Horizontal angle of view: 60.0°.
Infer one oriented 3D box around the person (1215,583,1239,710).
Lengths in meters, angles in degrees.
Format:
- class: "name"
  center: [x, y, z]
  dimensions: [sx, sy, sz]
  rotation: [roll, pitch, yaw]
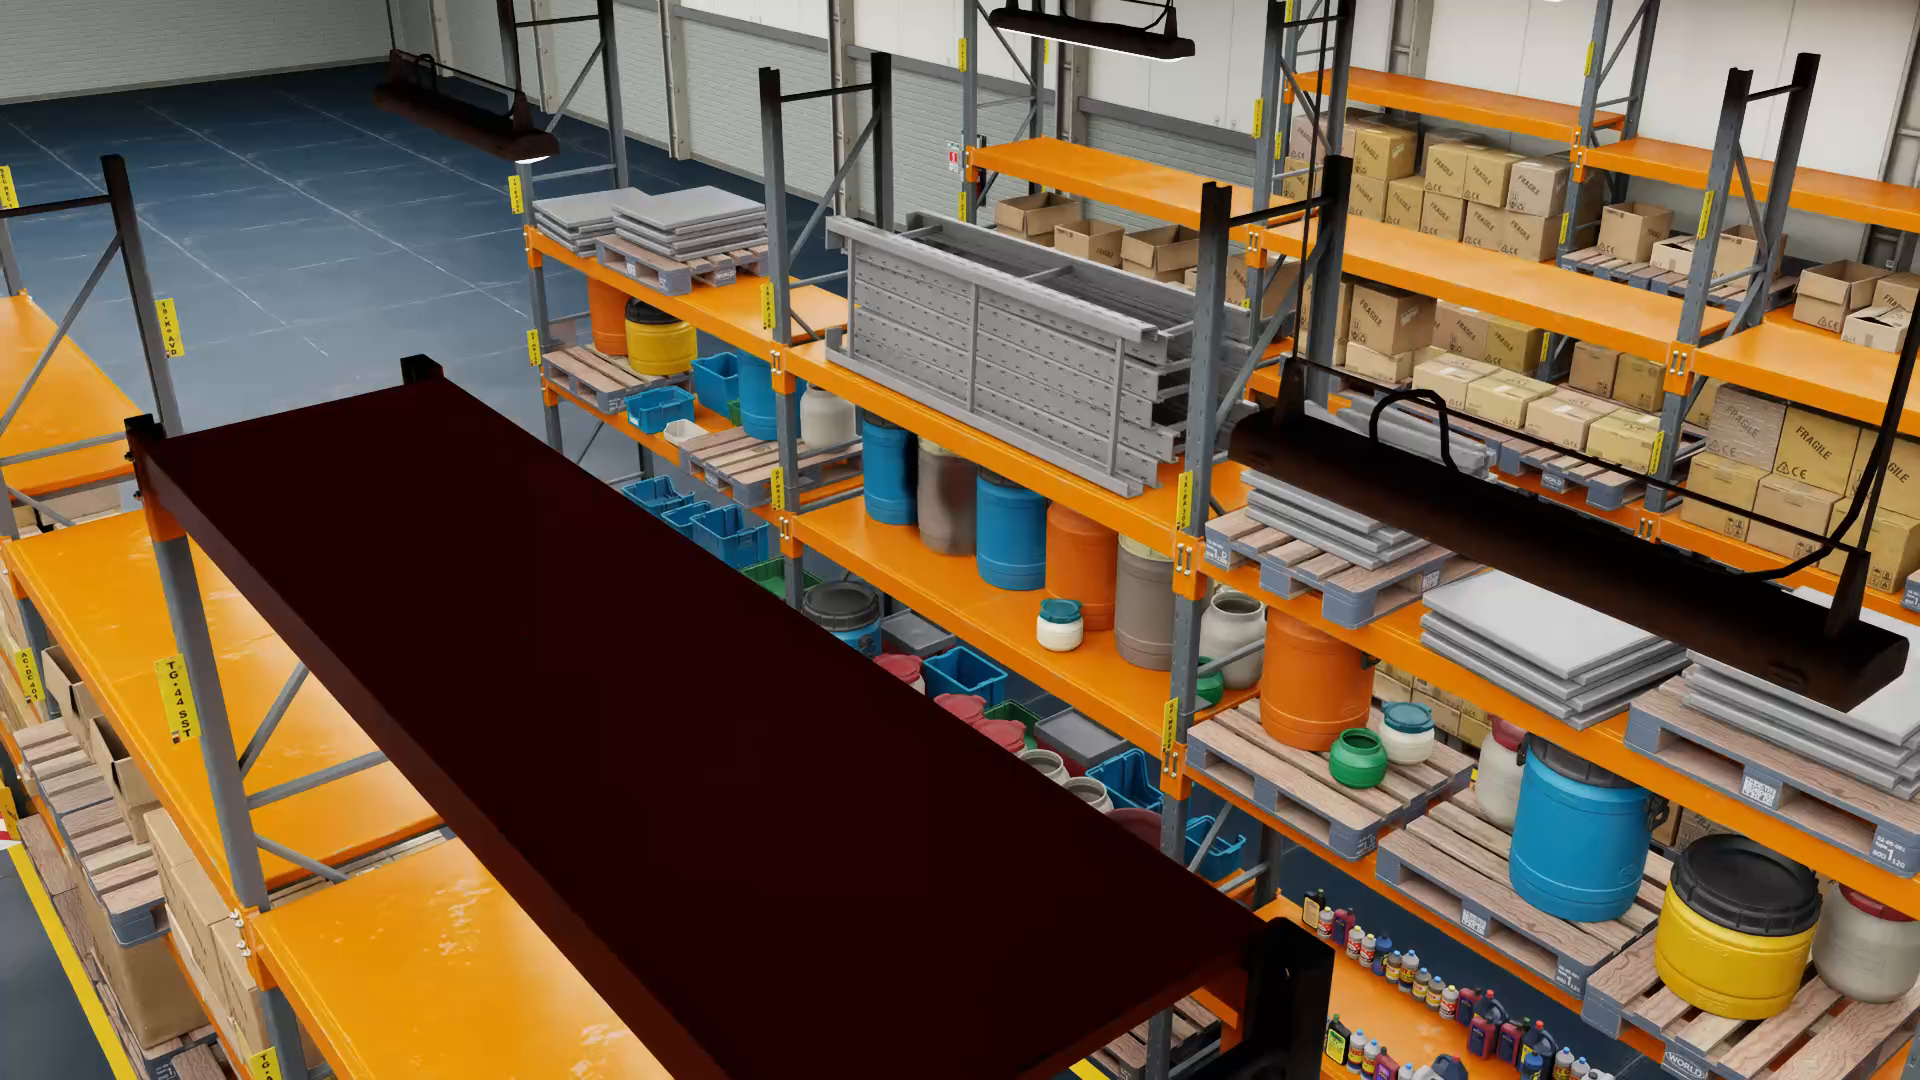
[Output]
- class: "person"
  center: [2.120, 1.060, 14.148]
  dimensions: [0.979, 1.641, 0.443]
  rotation: [22, 34, 38]
